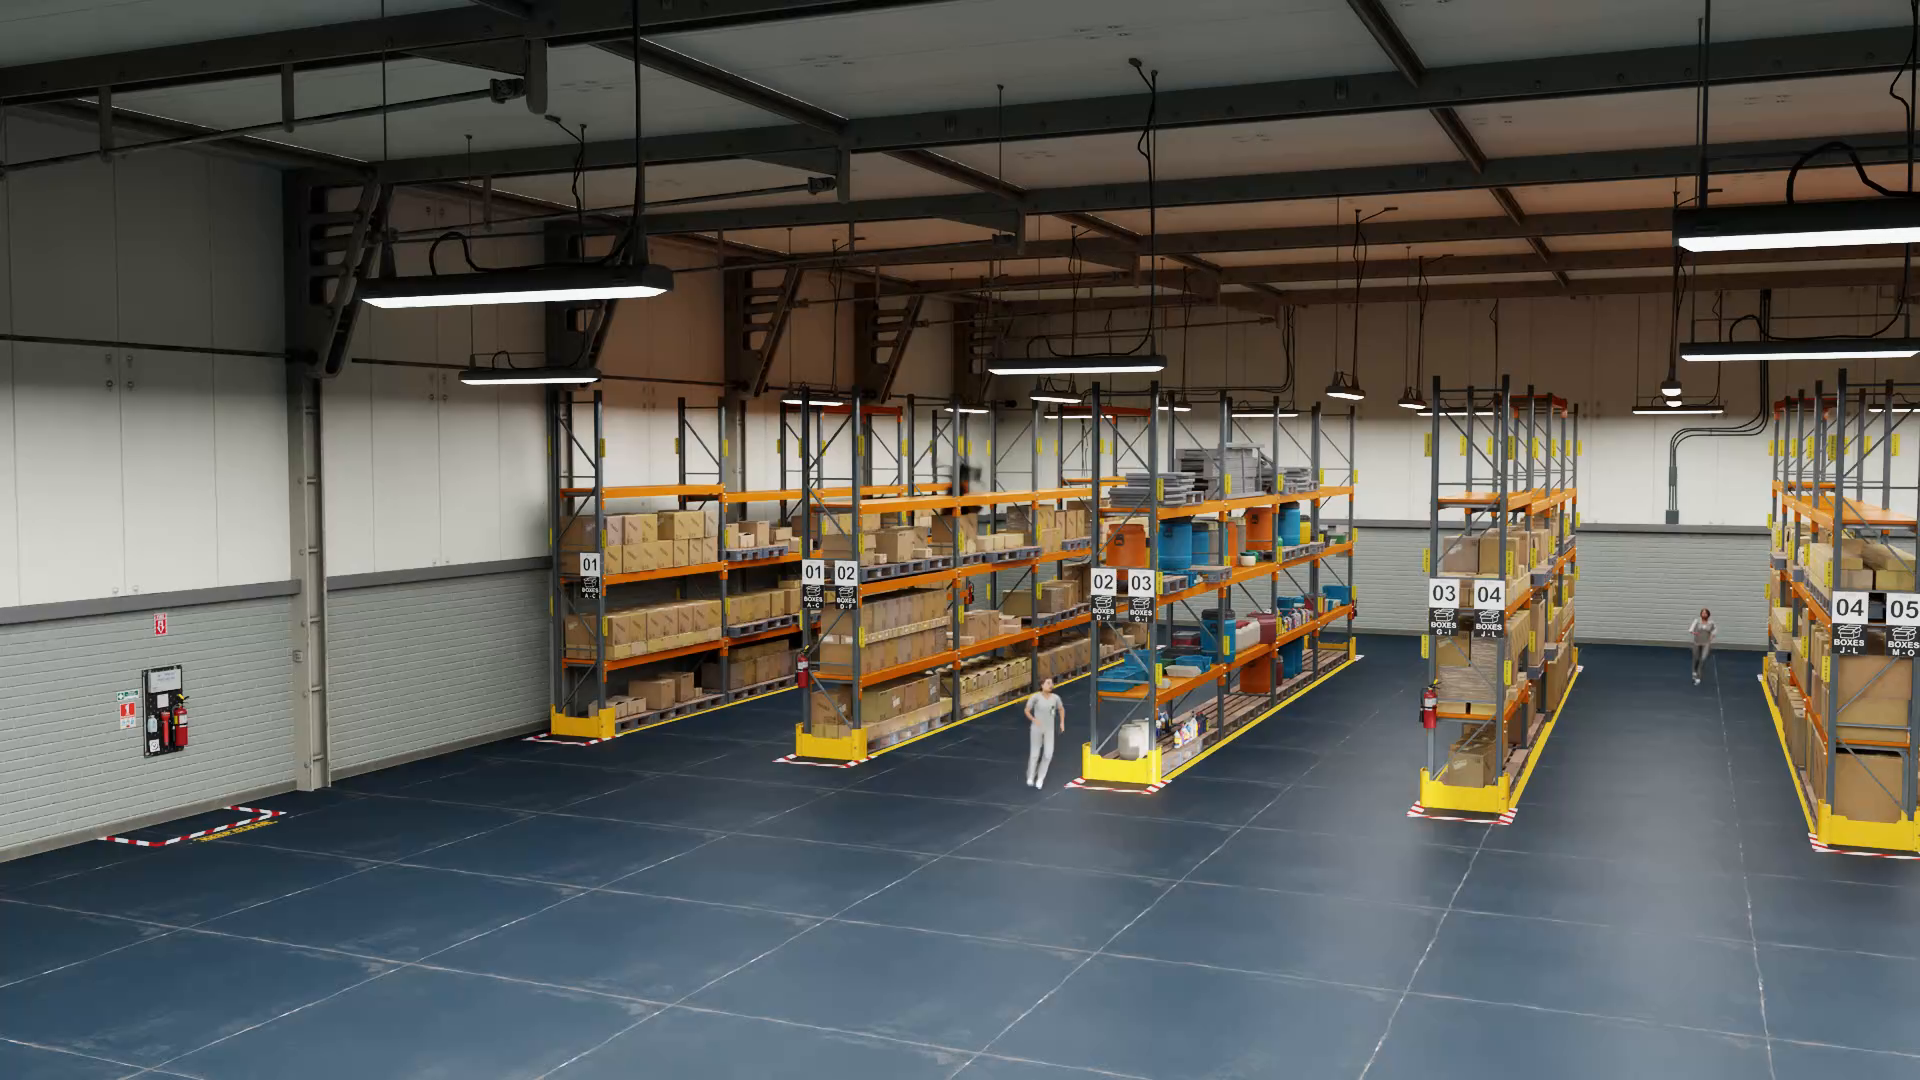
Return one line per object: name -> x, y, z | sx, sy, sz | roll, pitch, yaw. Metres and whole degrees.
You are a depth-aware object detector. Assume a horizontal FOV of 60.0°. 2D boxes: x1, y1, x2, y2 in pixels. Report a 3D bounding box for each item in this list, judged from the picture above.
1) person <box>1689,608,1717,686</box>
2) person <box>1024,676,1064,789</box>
person -> 15.791, 2.260, 35.365 | 0.546, 1.591, 0.801 | 2, 4, 26
person -> 1.256, 2.824, 24.515 | 0.632, 1.651, 0.606 | 0, 3, -8
